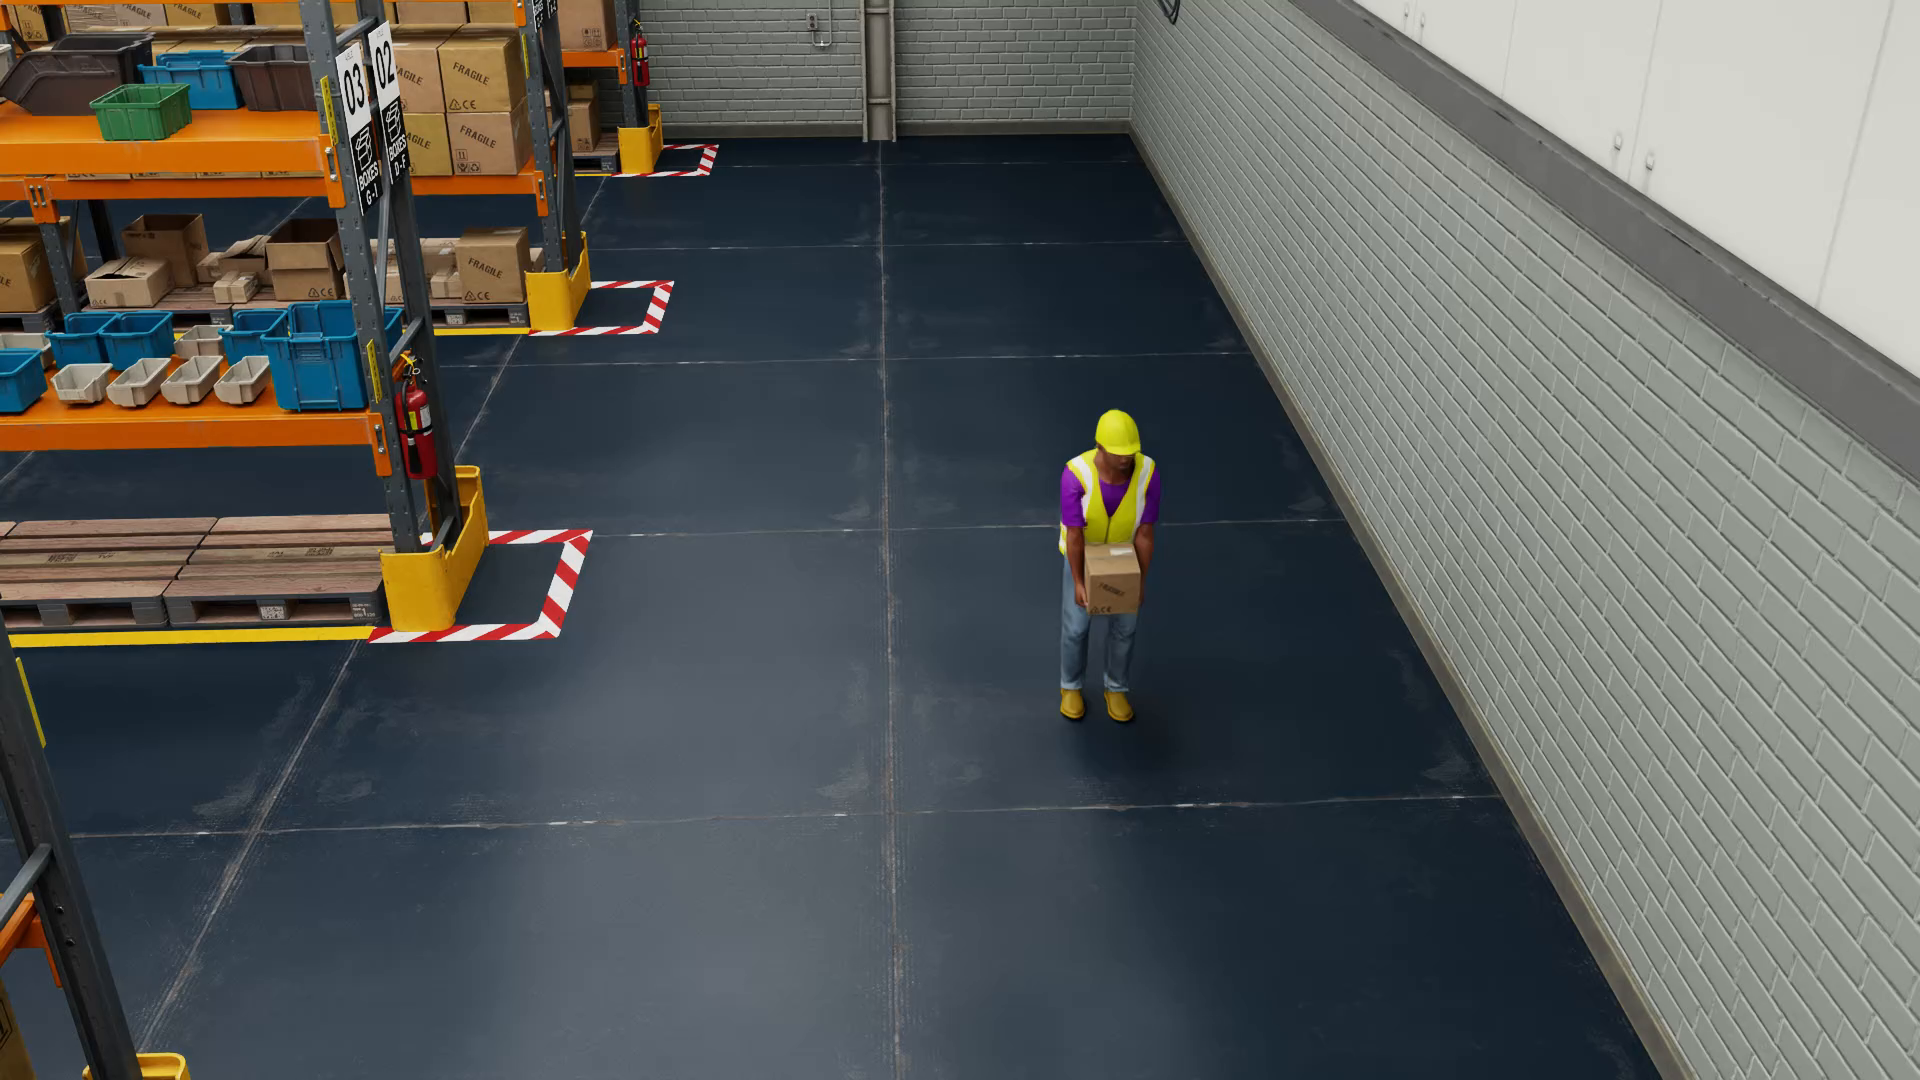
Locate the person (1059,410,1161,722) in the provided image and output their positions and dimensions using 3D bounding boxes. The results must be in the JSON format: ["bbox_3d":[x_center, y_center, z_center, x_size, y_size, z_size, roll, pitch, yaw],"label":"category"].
[{"bbox_3d":[0.746,0.134,8.365,0.497,1.736,0.600,-2,27,-4],"label":"person"}]
